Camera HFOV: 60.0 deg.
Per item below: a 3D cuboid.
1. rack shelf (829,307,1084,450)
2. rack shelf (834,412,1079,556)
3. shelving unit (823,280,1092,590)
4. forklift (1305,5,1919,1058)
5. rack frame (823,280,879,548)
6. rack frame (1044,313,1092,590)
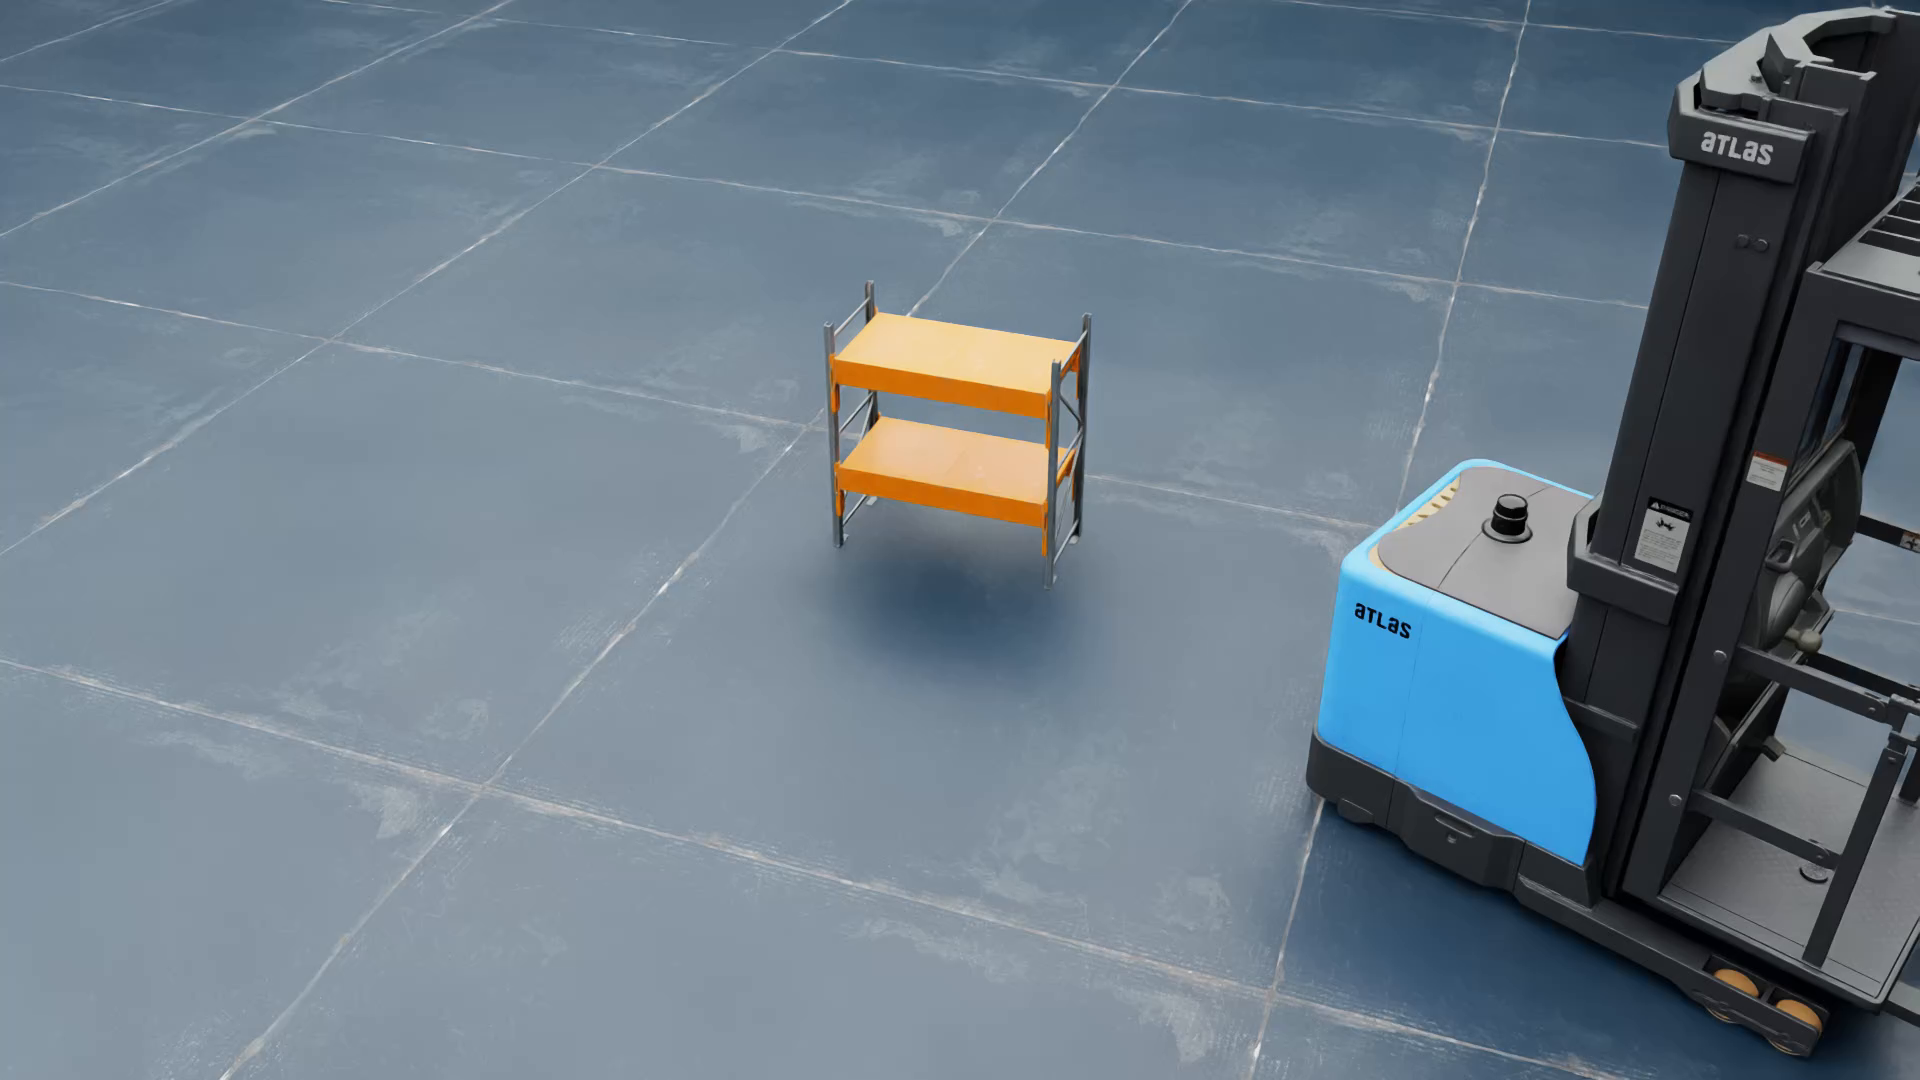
[{"bbox_3d":[-0.006,-0.720,7.288,1.000,0.278,0.538,11,34,16],"label":"rack shelf"},{"bbox_3d":[-0.006,-0.268,7.579,1.000,0.278,0.538,11,34,16],"label":"rack shelf"},{"bbox_3d":[-0.006,-0.474,7.447,1.048,1.125,0.538,11,34,16],"label":"shelving unit"},{"bbox_3d":[2.736,0.063,4.950,3.031,2.935,1.130,25,41,34],"label":"forklift"},{"bbox_3d":[-0.485,-0.567,7.591,0.032,1.125,0.500,11,34,16],"label":"rack frame"},{"bbox_3d":[0.472,-0.381,7.303,0.032,1.125,0.500,11,34,16],"label":"rack frame"}]
